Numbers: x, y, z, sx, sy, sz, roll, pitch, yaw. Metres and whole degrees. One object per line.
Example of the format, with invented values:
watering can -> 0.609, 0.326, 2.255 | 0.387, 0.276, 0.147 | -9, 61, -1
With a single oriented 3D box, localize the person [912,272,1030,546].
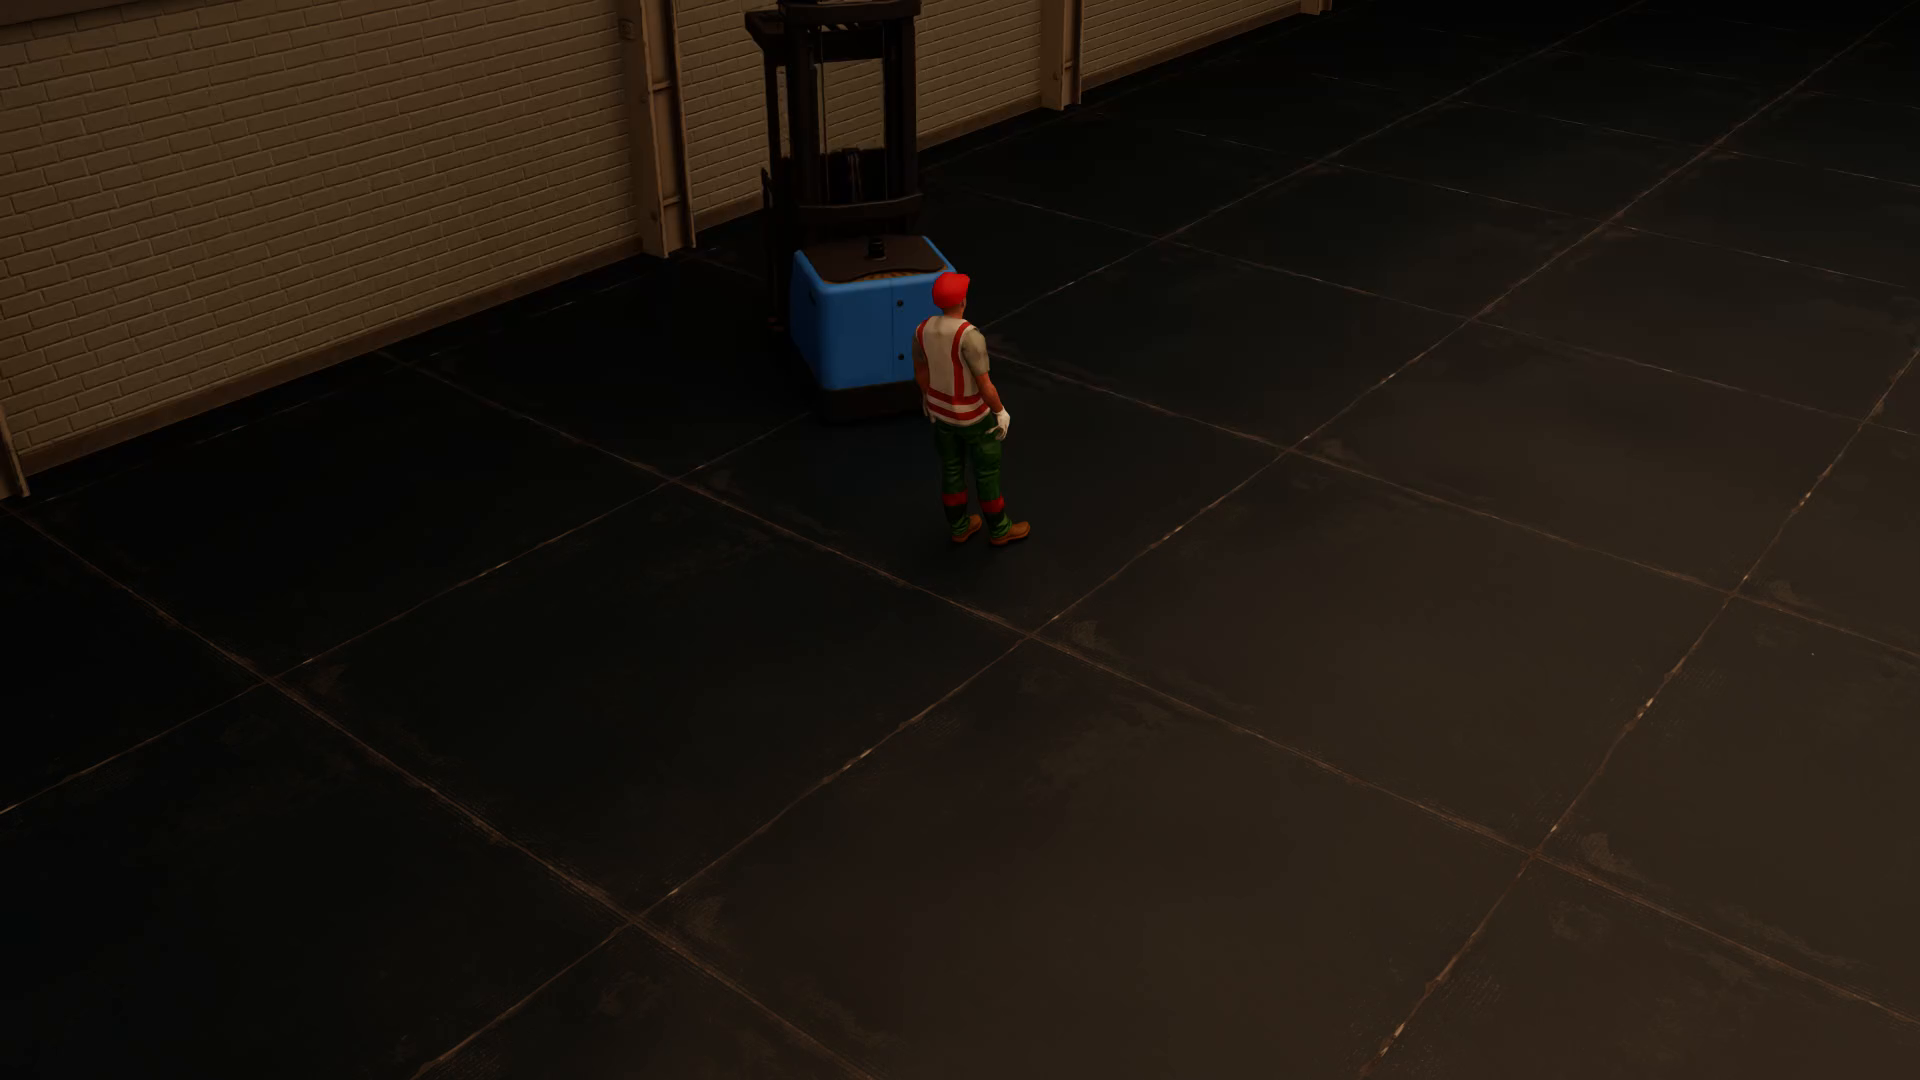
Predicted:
person -> 0.059, -0.807, 10.094 | 0.638, 1.789, 0.562 | 22, 37, 33

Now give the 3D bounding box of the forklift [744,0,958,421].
forklift -> -0.929, -2.839, 12.454 | 1.130, 2.935, 3.031 | -9, 32, -15
